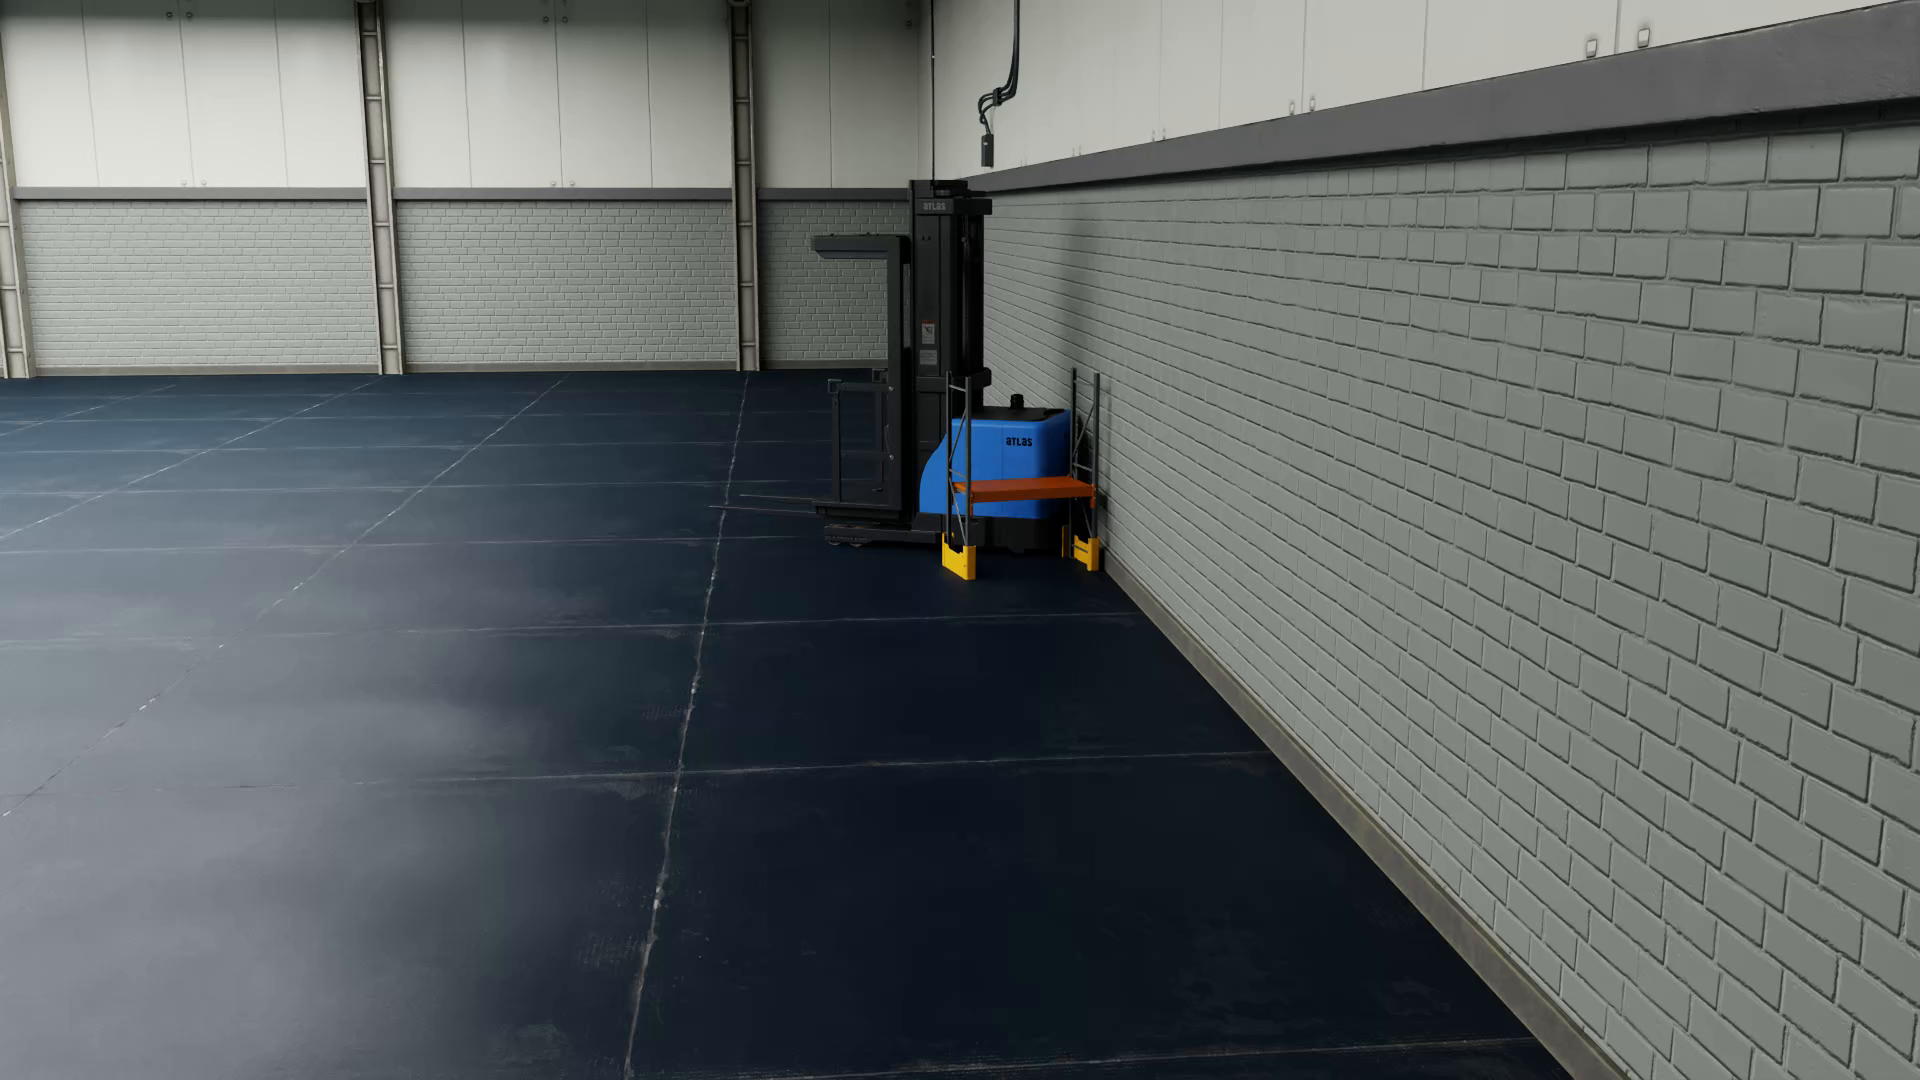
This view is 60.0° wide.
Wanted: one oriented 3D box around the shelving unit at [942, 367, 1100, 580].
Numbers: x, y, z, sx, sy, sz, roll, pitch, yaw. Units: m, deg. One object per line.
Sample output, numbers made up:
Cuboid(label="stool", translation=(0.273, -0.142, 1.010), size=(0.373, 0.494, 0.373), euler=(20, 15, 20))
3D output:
Cuboid(label="shelving unit", translation=(0.463, -0.525, 12.650), size=(1.083, 1.500, 0.587), euler=(-4, 12, -18))

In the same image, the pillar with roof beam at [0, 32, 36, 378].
Cuboid(label="pillar with roof beam", translation=(-15.141, -6.296, 22.564), size=(0.400, 9.000, 9.100), euler=(-1, 11, -6))

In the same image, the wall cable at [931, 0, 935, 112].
Cuboid(label="wall cable", translation=(-0.313, -7.615, 24.231), size=(0.112, 2.526, 3.097), euler=(-1, 11, -6))

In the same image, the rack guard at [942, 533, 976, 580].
Cuboid(label="rack guard", translation=(-0.009, 0.119, 12.615), size=(0.087, 0.250, 0.587), euler=(-4, 12, -18))

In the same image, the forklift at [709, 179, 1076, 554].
Cuboid(label="forklift", translation=(-0.598, -1.476, 13.776), size=(3.031, 2.935, 1.130), euler=(4, 12, 18))

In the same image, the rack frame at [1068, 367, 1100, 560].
Cuboid(label="rack frame", translation=(0.954, -0.557, 12.811), size=(0.032, 1.500, 0.500), euler=(-4, 12, -18))

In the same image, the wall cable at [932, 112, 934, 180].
Cuboid(label="wall cable", translation=(-0.605, -5.656, 27.357), size=(0.112, 2.526, 3.097), euler=(-1, 11, -6))

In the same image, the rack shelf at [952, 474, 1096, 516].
Cuboid(label="rack shelf", translation=(0.472, -0.349, 12.687), size=(1.000, 0.185, 0.538), euler=(-4, 12, -18))

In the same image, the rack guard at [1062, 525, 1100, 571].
Cuboid(label="rack guard", translation=(0.935, 0.058, 12.926), size=(0.087, 0.250, 0.587), euler=(-4, 12, -18))

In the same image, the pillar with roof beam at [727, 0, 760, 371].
Cuboid(label="pillar with roof beam", translation=(-3.211, -6.546, 23.836), size=(0.548, 9.000, 9.100), euler=(-1, 11, -6))

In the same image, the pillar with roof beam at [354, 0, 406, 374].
Cuboid(label="pillar with roof beam", translation=(-9.176, -6.421, 23.200), size=(0.548, 9.000, 9.100), euler=(-1, 11, -6))

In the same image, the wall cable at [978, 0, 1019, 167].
Cuboid(label="wall cable", translation=(0.405, -7.027, 17.467), size=(0.169, 6.003, 2.305), euler=(-1, 11, -6))

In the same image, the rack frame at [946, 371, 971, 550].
Cuboid(label="rack frame", translation=(-0.010, -0.494, 12.494), size=(0.032, 1.500, 0.500), euler=(-4, 12, -18))
